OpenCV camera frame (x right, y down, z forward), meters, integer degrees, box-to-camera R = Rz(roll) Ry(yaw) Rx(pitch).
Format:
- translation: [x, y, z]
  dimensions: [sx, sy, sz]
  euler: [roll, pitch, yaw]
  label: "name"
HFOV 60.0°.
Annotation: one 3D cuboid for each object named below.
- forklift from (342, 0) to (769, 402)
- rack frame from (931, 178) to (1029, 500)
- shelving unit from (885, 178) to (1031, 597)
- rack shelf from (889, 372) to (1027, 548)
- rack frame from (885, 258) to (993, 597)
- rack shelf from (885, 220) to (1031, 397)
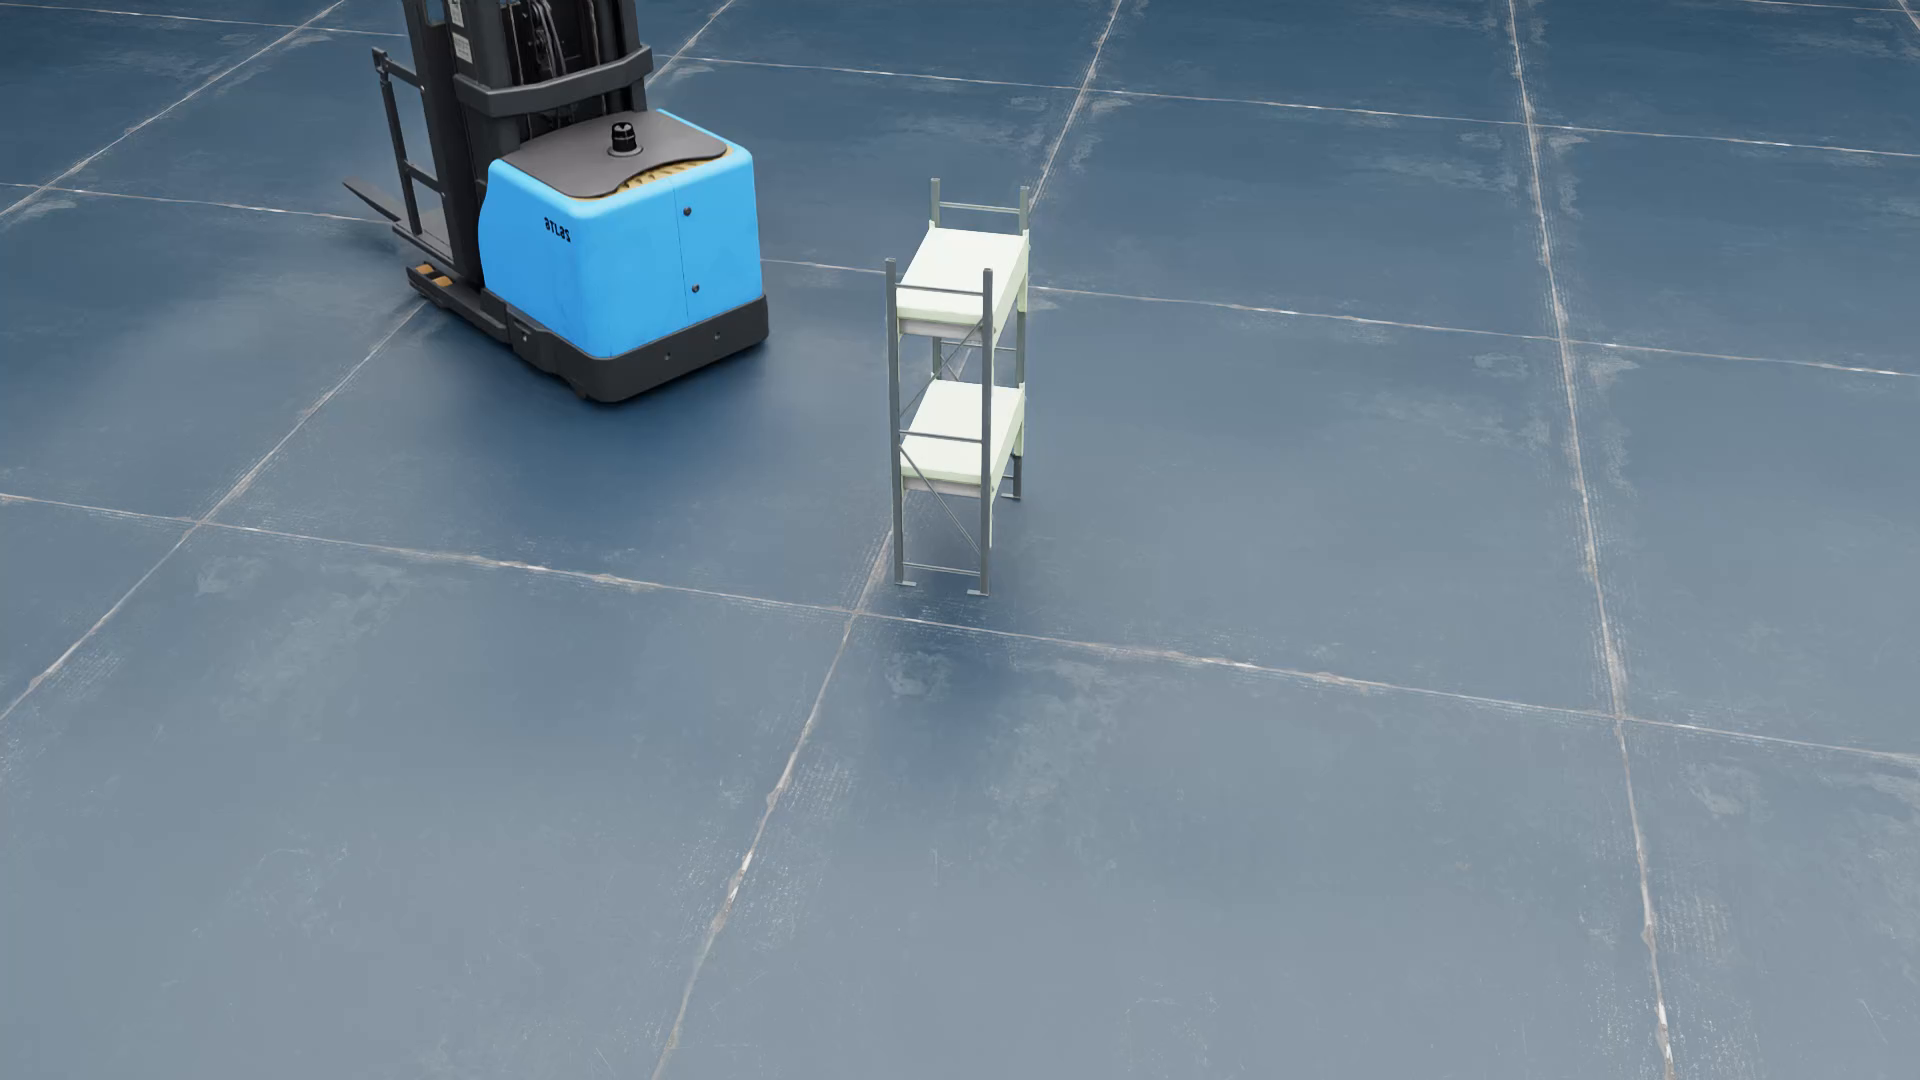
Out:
- translation: [-2.365, -2.625, 8.374]
  dimensions: [1.130, 2.935, 3.031]
  euler: [-29, 45, -34]
  label: "forklift"
- translation: [0.080, -0.821, 7.105]
  dimensions: [0.400, 1.500, 0.023]
  euler: [7, 37, 10]
  label: "rack frame"
- translation: [0.001, -0.611, 6.815]
  dimensions: [0.431, 1.500, 0.755]
  euler: [7, 37, 10]
  label: "shelving unit"
- translation: [0.001, -0.347, 7.006]
  dimensions: [0.431, 0.370, 0.720]
  euler: [7, 37, 10]
  label: "rack shelf"
- translation: [-0.077, -0.401, 6.526]
  dimensions: [0.400, 1.500, 0.023]
  euler: [7, 37, 10]
  label: "rack frame"
- translation: [0.001, -0.927, 6.586]
  dimensions: [0.431, 0.370, 0.720]
  euler: [7, 37, 10]
  label: "rack shelf"
